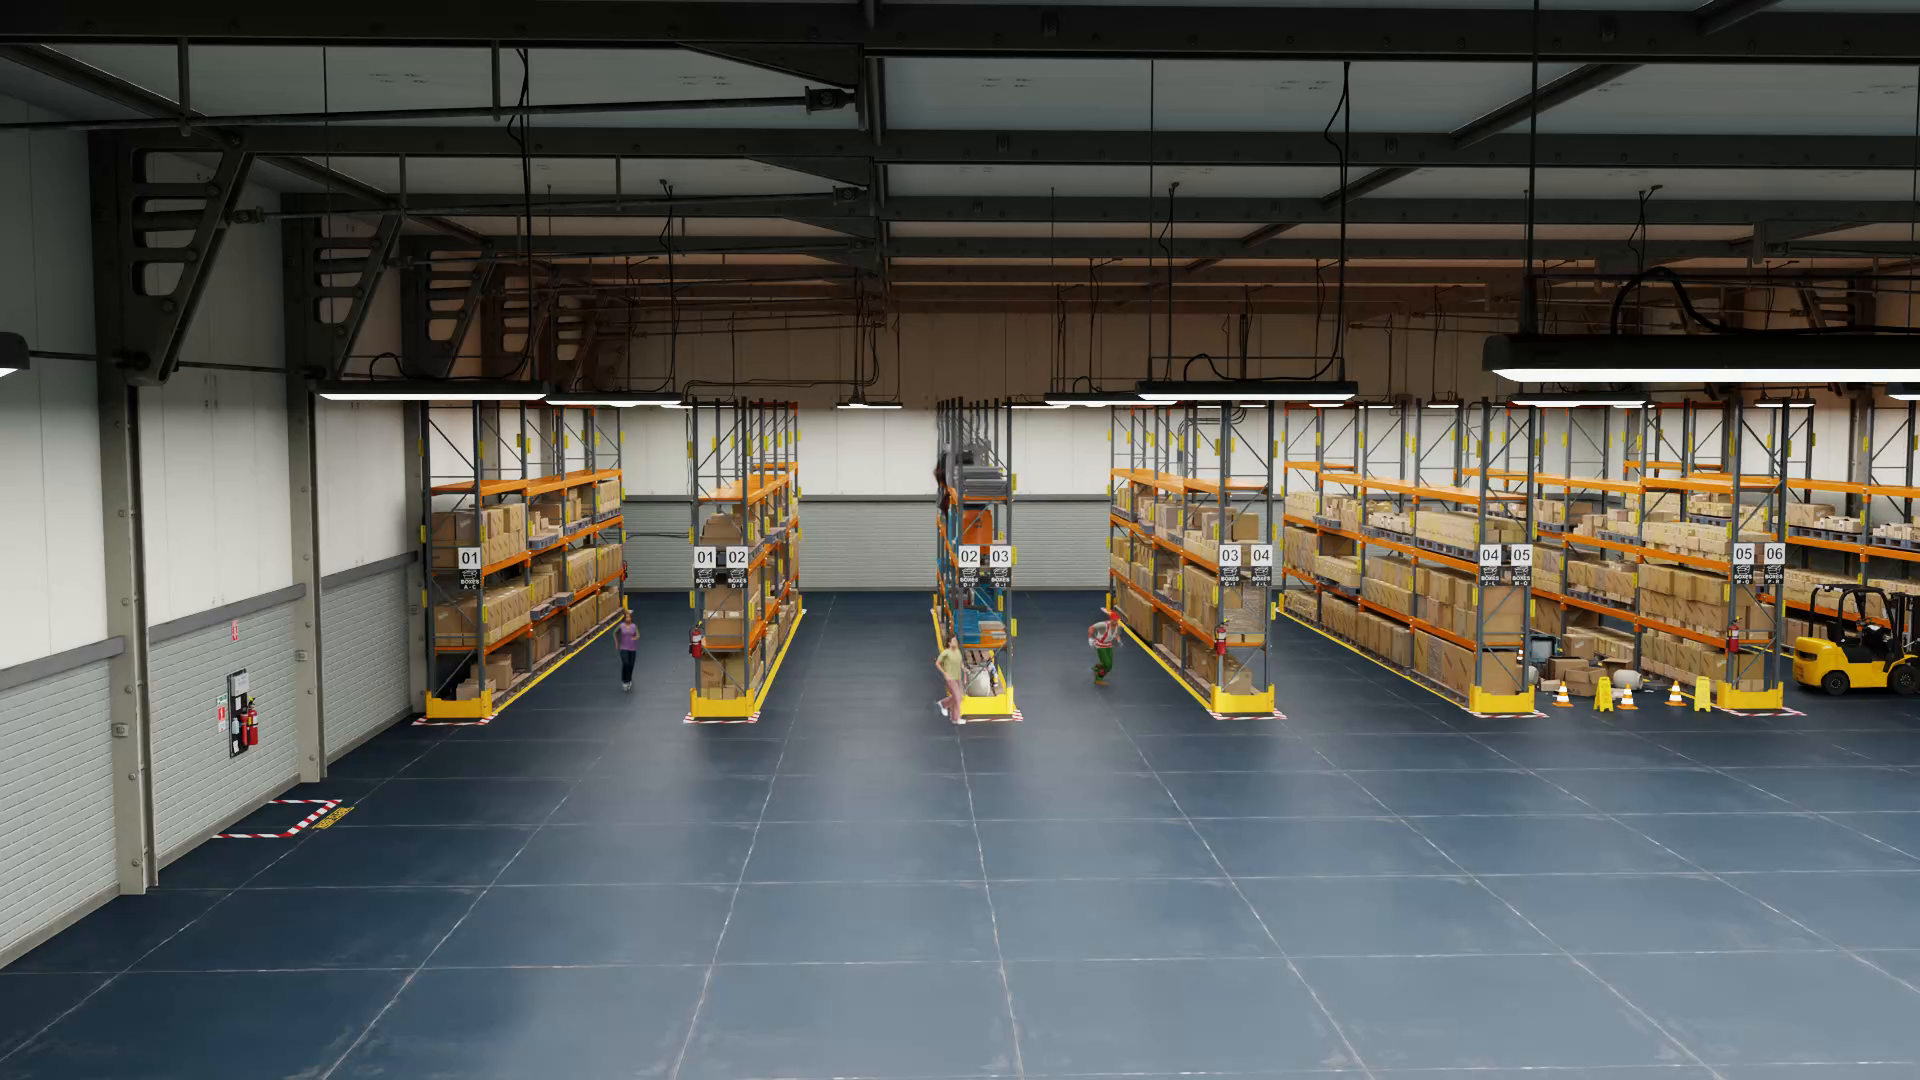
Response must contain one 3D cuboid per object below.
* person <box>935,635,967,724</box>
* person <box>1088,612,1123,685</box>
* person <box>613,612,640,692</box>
[{"bbox_3d":[-0.177,2.557,30.522,0.694,1.612,0.579,4,6,44],"label":"person"},{"bbox_3d":[3.018,2.263,34.598,0.694,1.590,0.828,-3,5,-32],"label":"person"},{"bbox_3d":[-6.829,2.287,34.152,0.505,1.623,0.688,-2,5,-24],"label":"person"}]
